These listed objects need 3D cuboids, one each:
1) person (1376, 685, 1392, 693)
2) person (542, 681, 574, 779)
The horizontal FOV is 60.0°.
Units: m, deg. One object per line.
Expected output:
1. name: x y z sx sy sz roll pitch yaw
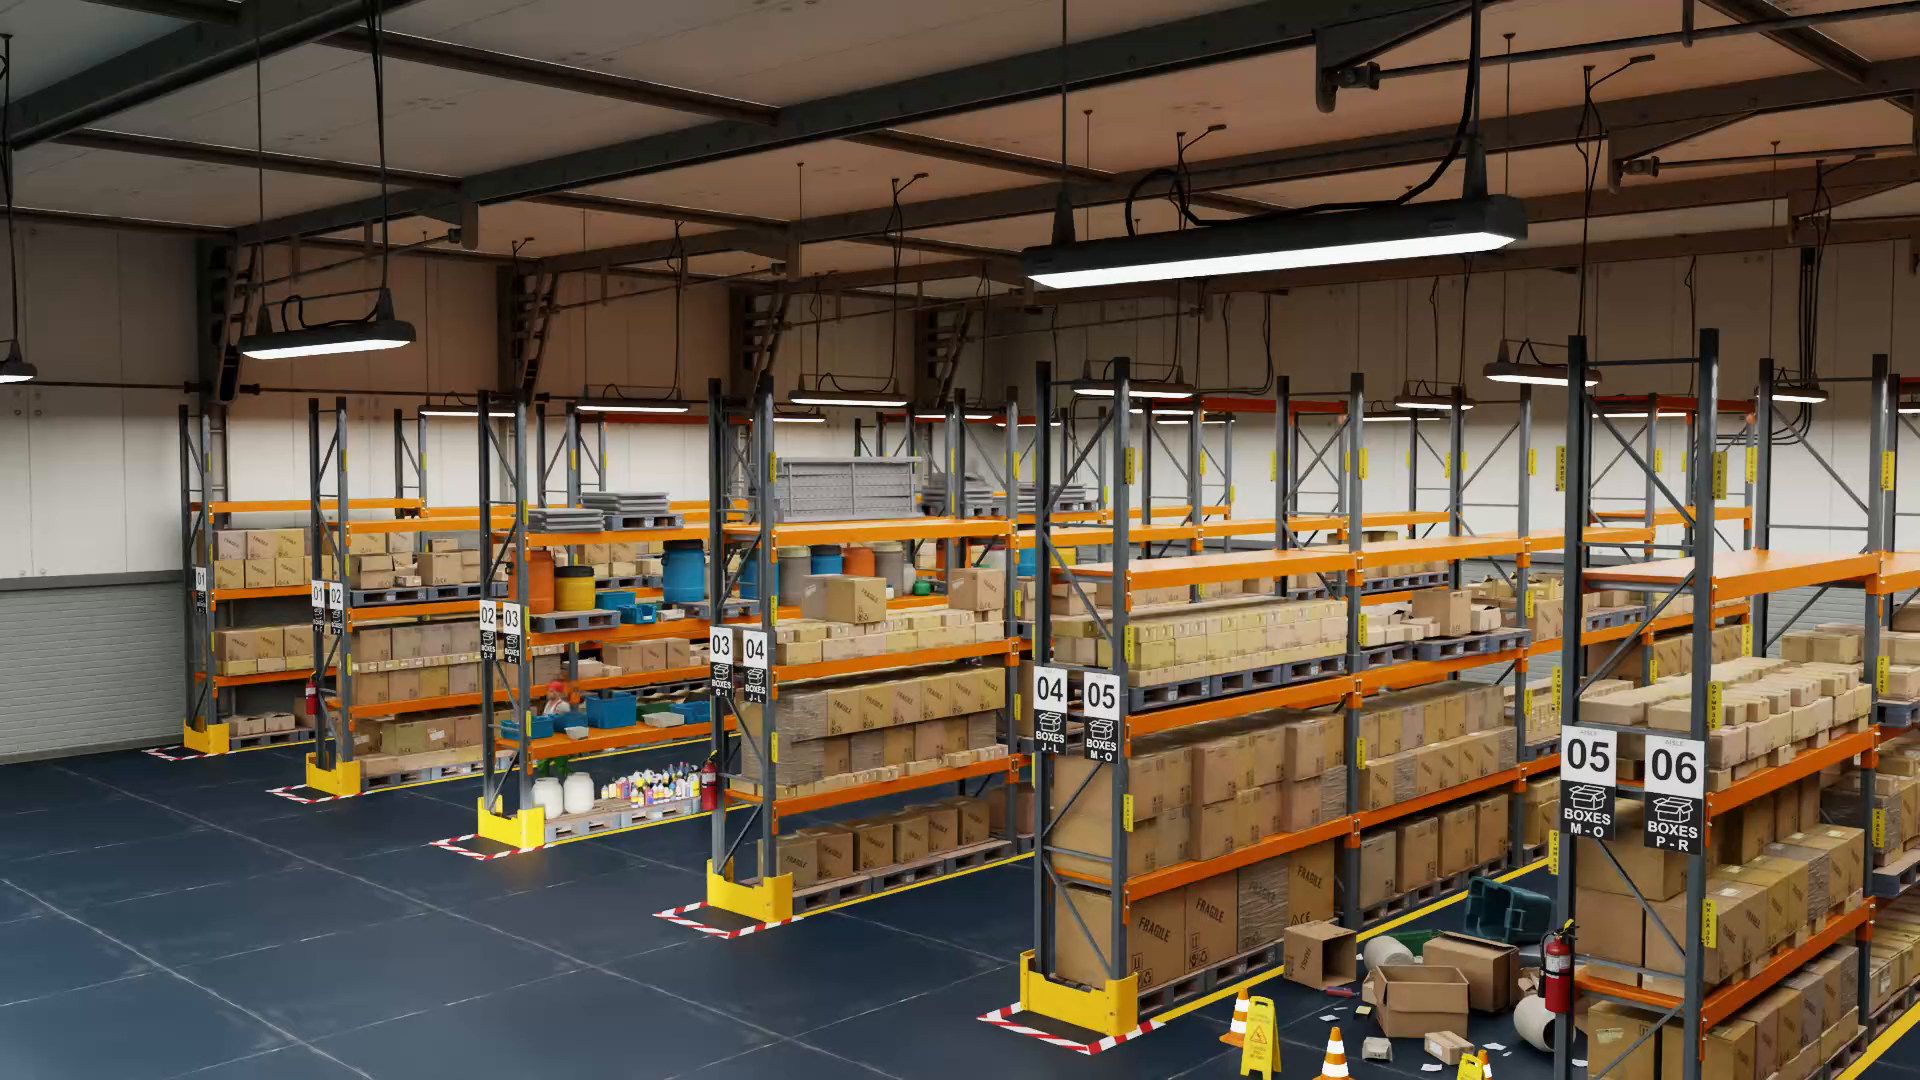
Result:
1. person: 6.409 3.008 25.224 0.334 1.646 0.363 3 4 40
2. person: -5.925 2.976 24.388 0.640 1.824 0.814 2 4 40
